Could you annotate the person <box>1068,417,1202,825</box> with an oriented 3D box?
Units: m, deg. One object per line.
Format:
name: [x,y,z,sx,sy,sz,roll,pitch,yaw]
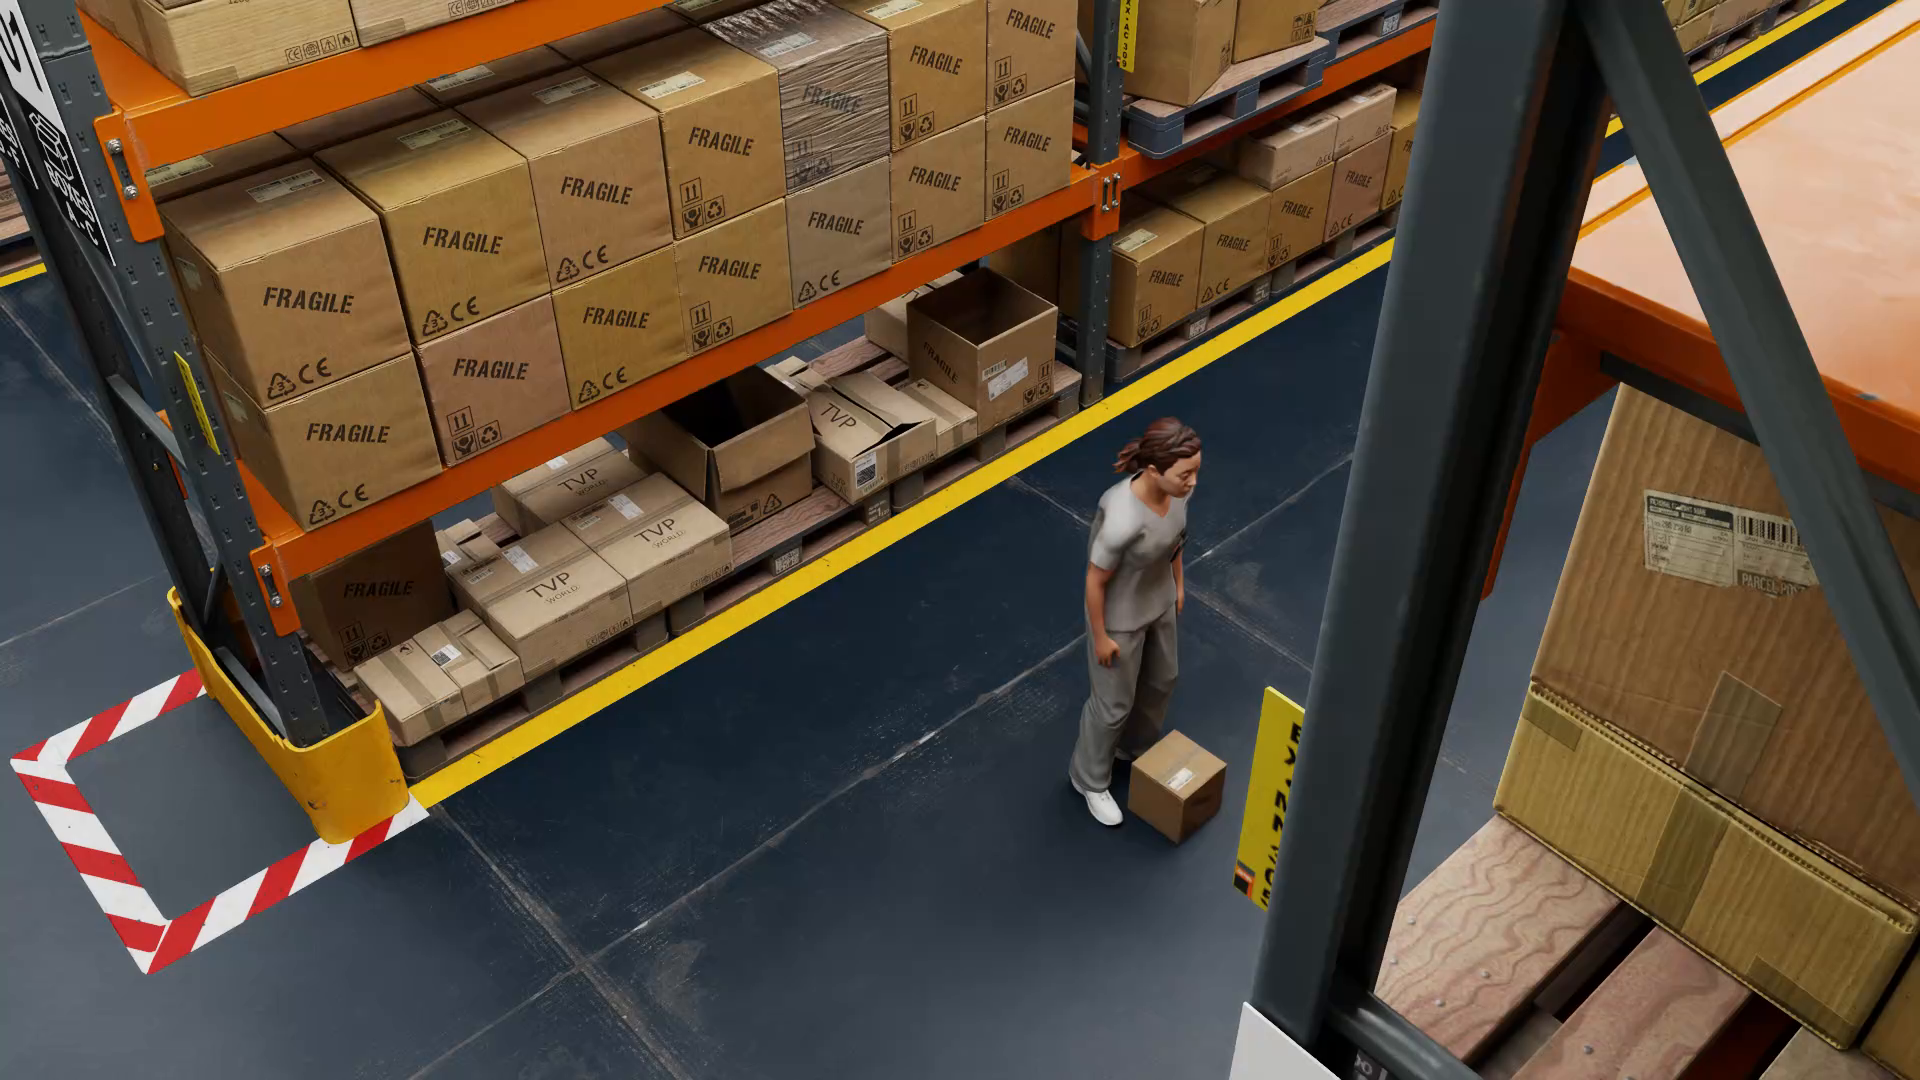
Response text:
person: [0.624,0.258,5.850,0.362,1.671,0.497,33,50,33]
